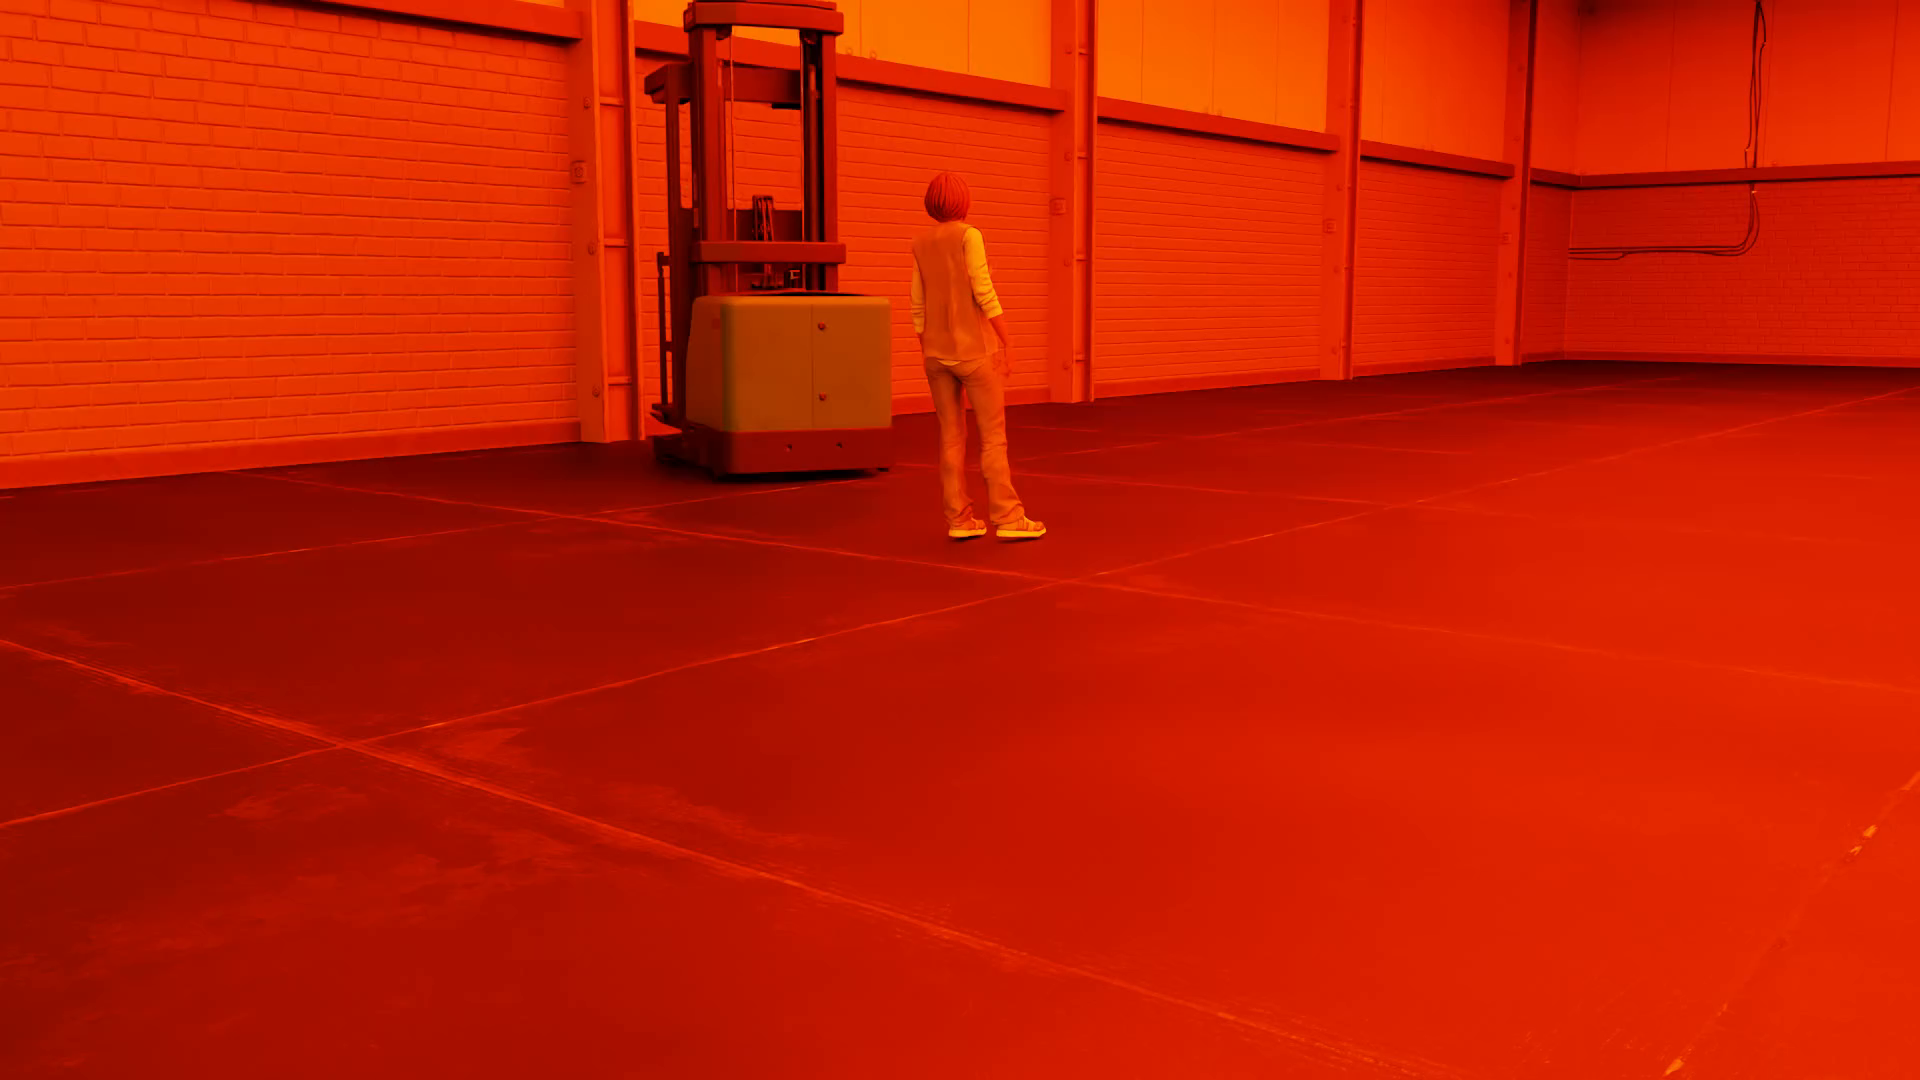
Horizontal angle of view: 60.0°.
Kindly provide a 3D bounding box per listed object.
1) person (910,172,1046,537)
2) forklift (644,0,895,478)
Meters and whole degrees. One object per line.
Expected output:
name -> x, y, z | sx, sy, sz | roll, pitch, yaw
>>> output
person -> 0.058, -0.804, 7.337 | 0.521, 1.599, 0.473 | 7, 11, 38
forklift -> -1.408, -1.984, 10.839 | 1.130, 2.935, 3.031 | -3, 9, -22
